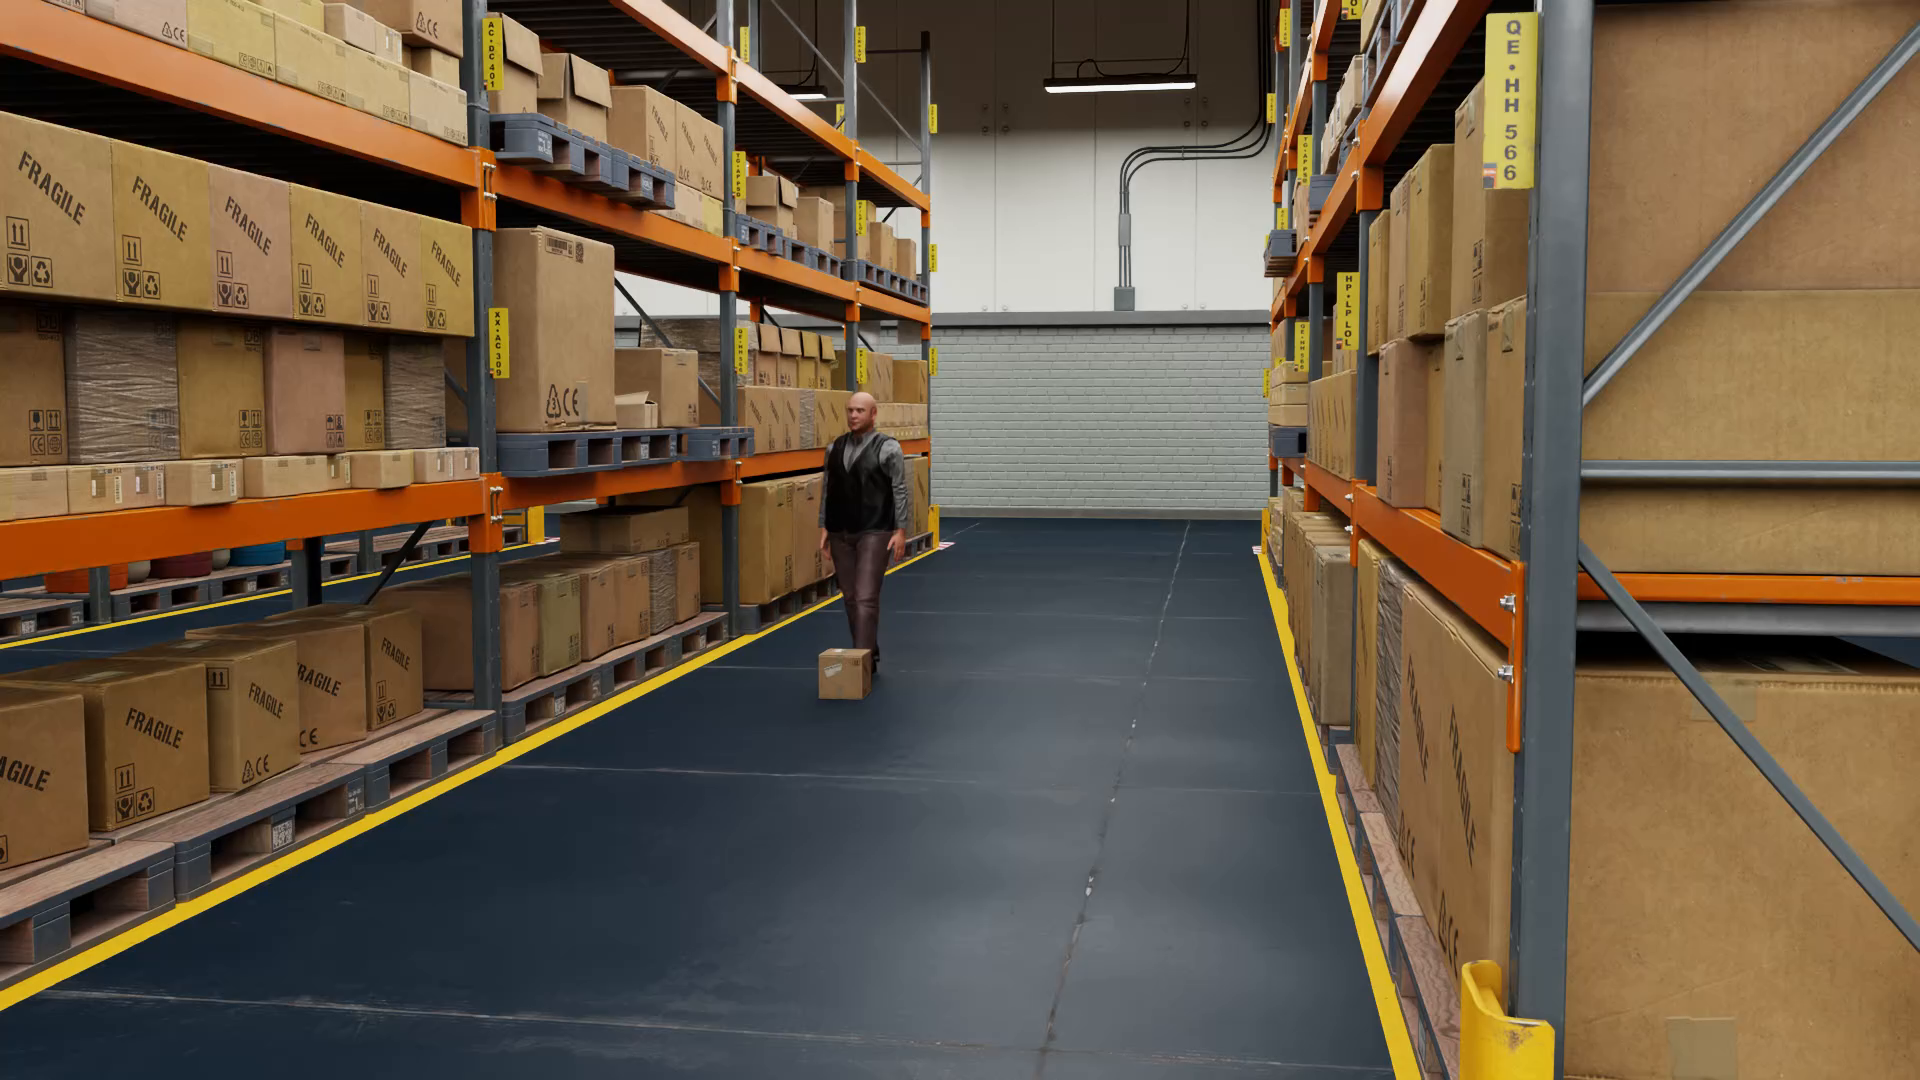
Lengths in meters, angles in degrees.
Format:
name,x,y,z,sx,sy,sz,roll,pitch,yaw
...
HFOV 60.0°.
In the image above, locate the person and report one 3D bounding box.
name,x,y,z,sx,sy,sz,roll,pitch,yaw
person,-0.643,-0.017,9.842,0.552,1.715,0.660,2,5,28
